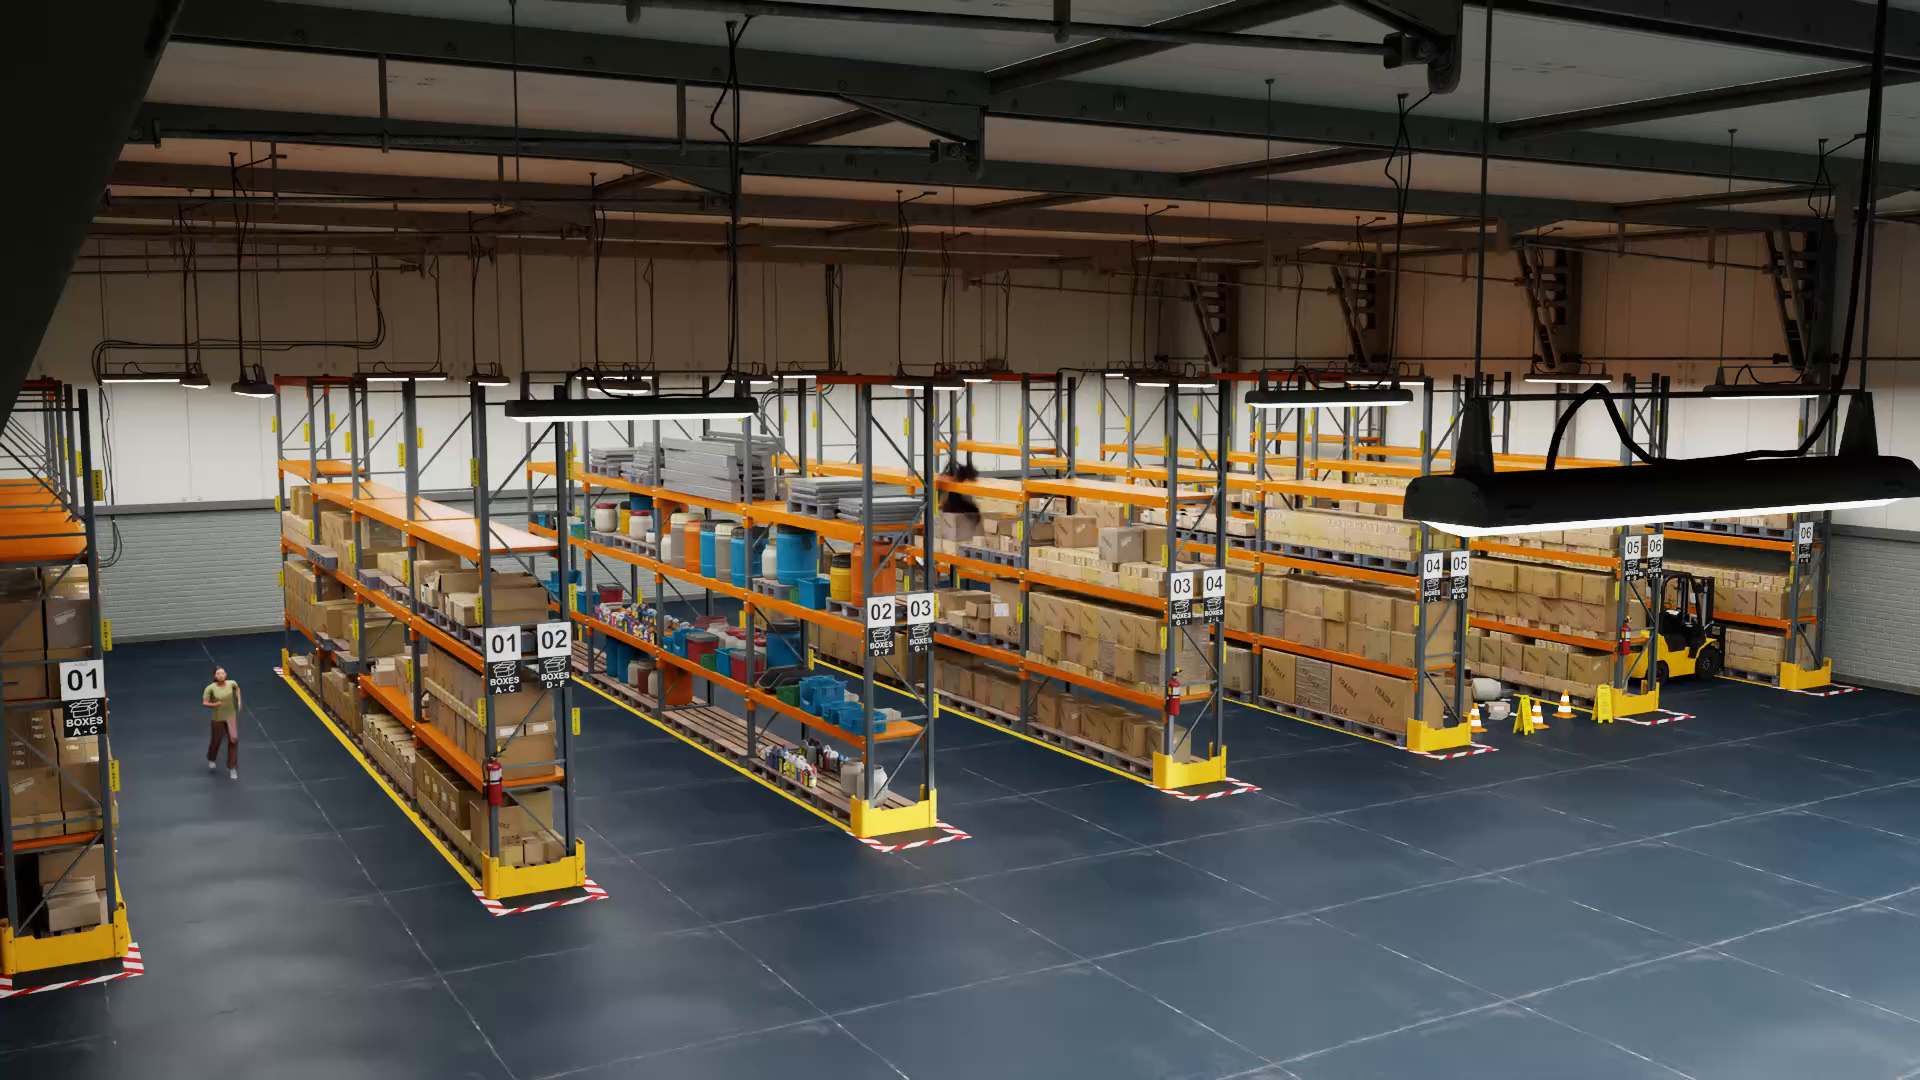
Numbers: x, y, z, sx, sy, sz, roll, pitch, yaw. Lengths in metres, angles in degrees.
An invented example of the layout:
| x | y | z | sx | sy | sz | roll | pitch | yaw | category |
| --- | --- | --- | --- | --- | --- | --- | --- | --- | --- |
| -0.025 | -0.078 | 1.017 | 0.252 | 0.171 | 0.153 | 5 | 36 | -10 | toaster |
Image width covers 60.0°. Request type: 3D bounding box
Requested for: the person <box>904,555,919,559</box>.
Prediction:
| x | y | z | sx | sy | sz | roll | pitch | yaw | category |
| --- | --- | --- | --- | --- | --- | --- | --- | --- | --- |
| -1.266 | 0.988 | 41.134 | 0.721 | 1.672 | 0.937 | 5 | 8 | 37 | person |

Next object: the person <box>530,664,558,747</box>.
| x | y | z | sx | sy | sz | roll | pitch | yaw | category |
| --- | --- | --- | --- | --- | --- | --- | --- | --- | --- |
| -6.859 | 2.665 | 27.313 | 0.553 | 1.370 | 0.885 | -5 | 8 | -39 | person |

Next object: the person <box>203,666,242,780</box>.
| x | y | z | sx | sy | sz | roll | pitch | yaw | category |
| --- | --- | --- | --- | --- | --- | --- | --- | --- | --- |
| -11.215 | 2.742 | 25.279 | 0.581 | 1.715 | 0.880 | -4 | 8 | -35 | person |
